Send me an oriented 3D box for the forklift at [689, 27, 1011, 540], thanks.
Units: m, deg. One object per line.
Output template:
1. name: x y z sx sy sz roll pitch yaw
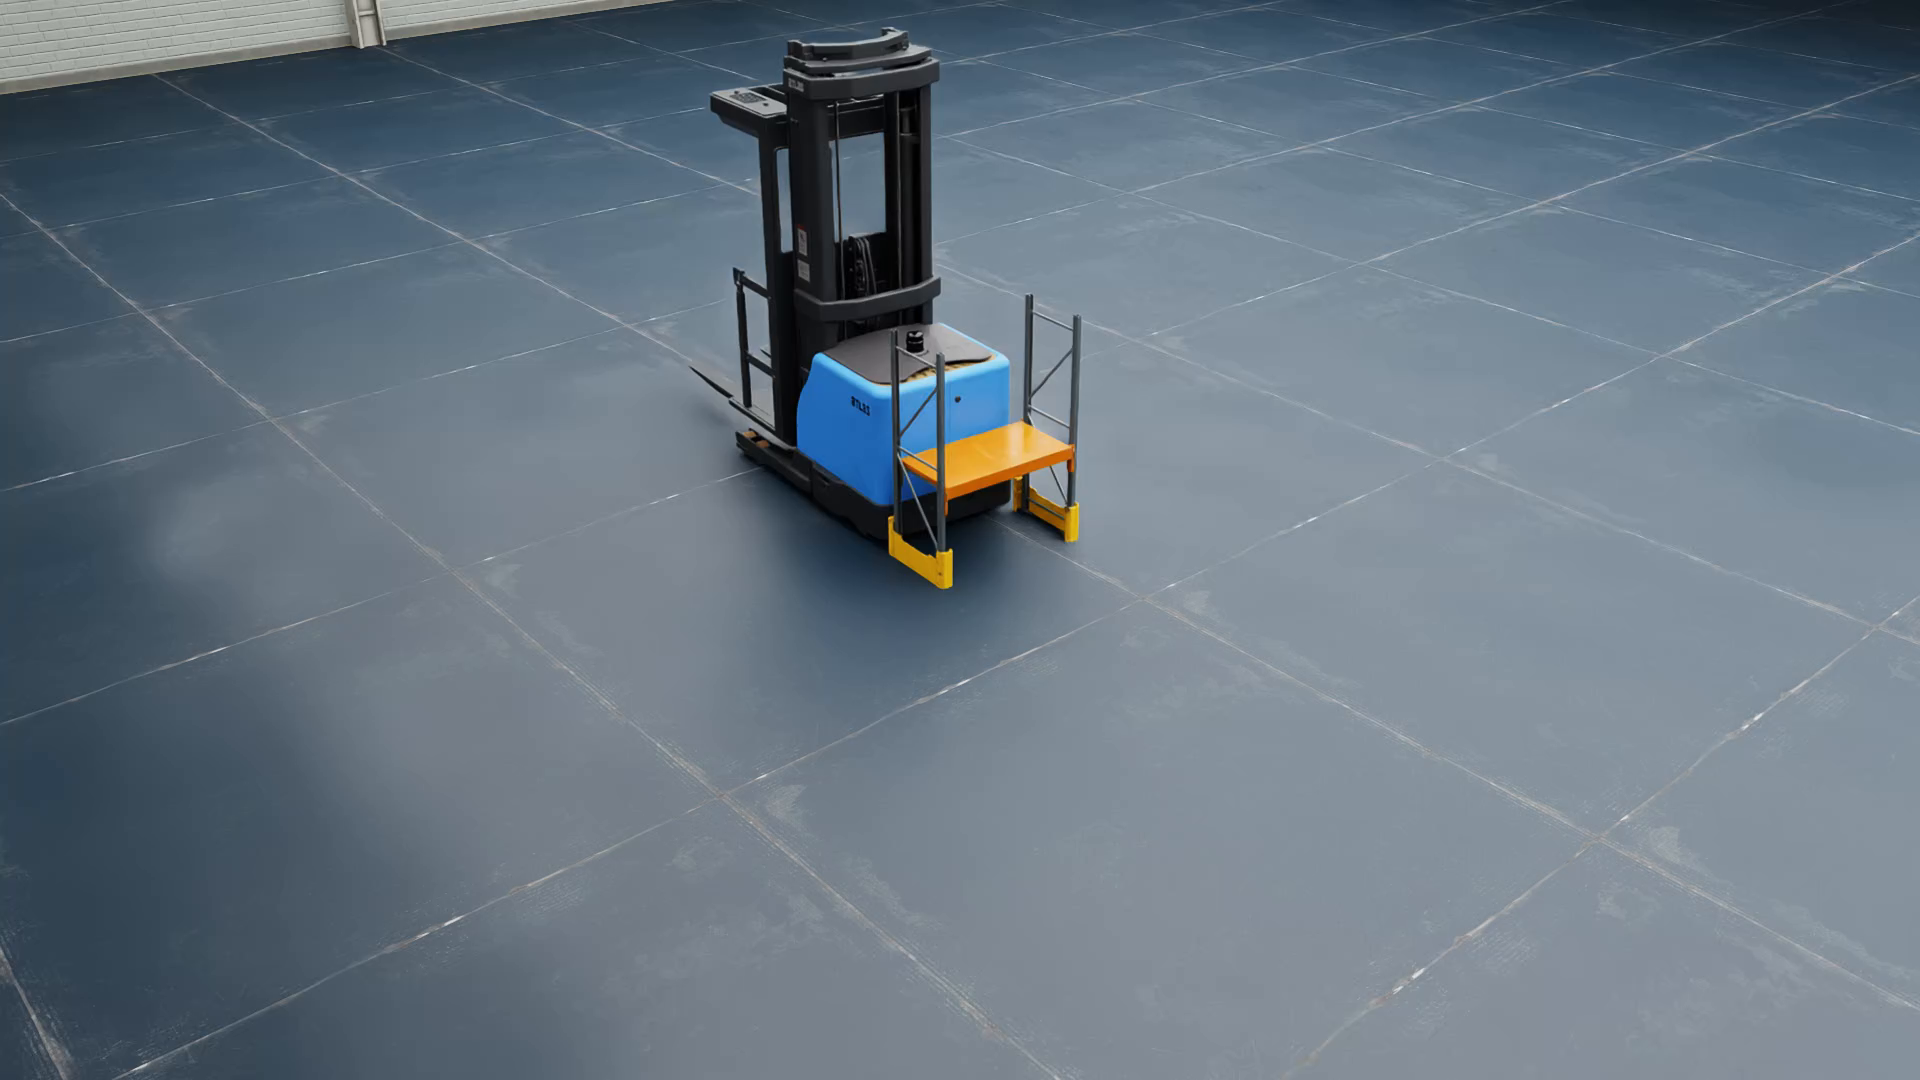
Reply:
1. forklift: -0.920 -1.937 11.122 1.130 2.935 3.031 -18 33 -30

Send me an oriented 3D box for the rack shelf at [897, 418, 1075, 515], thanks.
1. rack shelf: 0.159 -0.464 10.267 1.000 0.185 0.538 -19 34 -32

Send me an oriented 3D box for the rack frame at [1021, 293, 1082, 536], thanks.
1. rack frame: 0.566 -0.766 10.451 0.032 1.500 0.500 -19 34 -32

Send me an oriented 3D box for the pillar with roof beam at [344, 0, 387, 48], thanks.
1. pillar with roof beam: -5.718 -9.558 18.946 0.400 9.000 9.100 -22 35 -35

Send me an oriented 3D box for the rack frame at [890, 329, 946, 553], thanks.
1. rack frame: -0.248 -0.479 9.914 0.032 1.500 0.500 -19 34 -32

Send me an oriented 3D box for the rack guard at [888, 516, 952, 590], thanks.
1. rack guard: -0.247 0.072 10.209 0.087 0.250 0.587 -19 34 -32

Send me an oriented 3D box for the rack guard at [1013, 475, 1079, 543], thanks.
1. rack guard: 0.551 -0.210 10.735 0.087 0.250 0.587 -19 34 -32

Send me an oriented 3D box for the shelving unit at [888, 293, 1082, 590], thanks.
1. shelving unit: 0.152 -0.620 10.178 1.083 1.500 0.587 -19 34 -32
